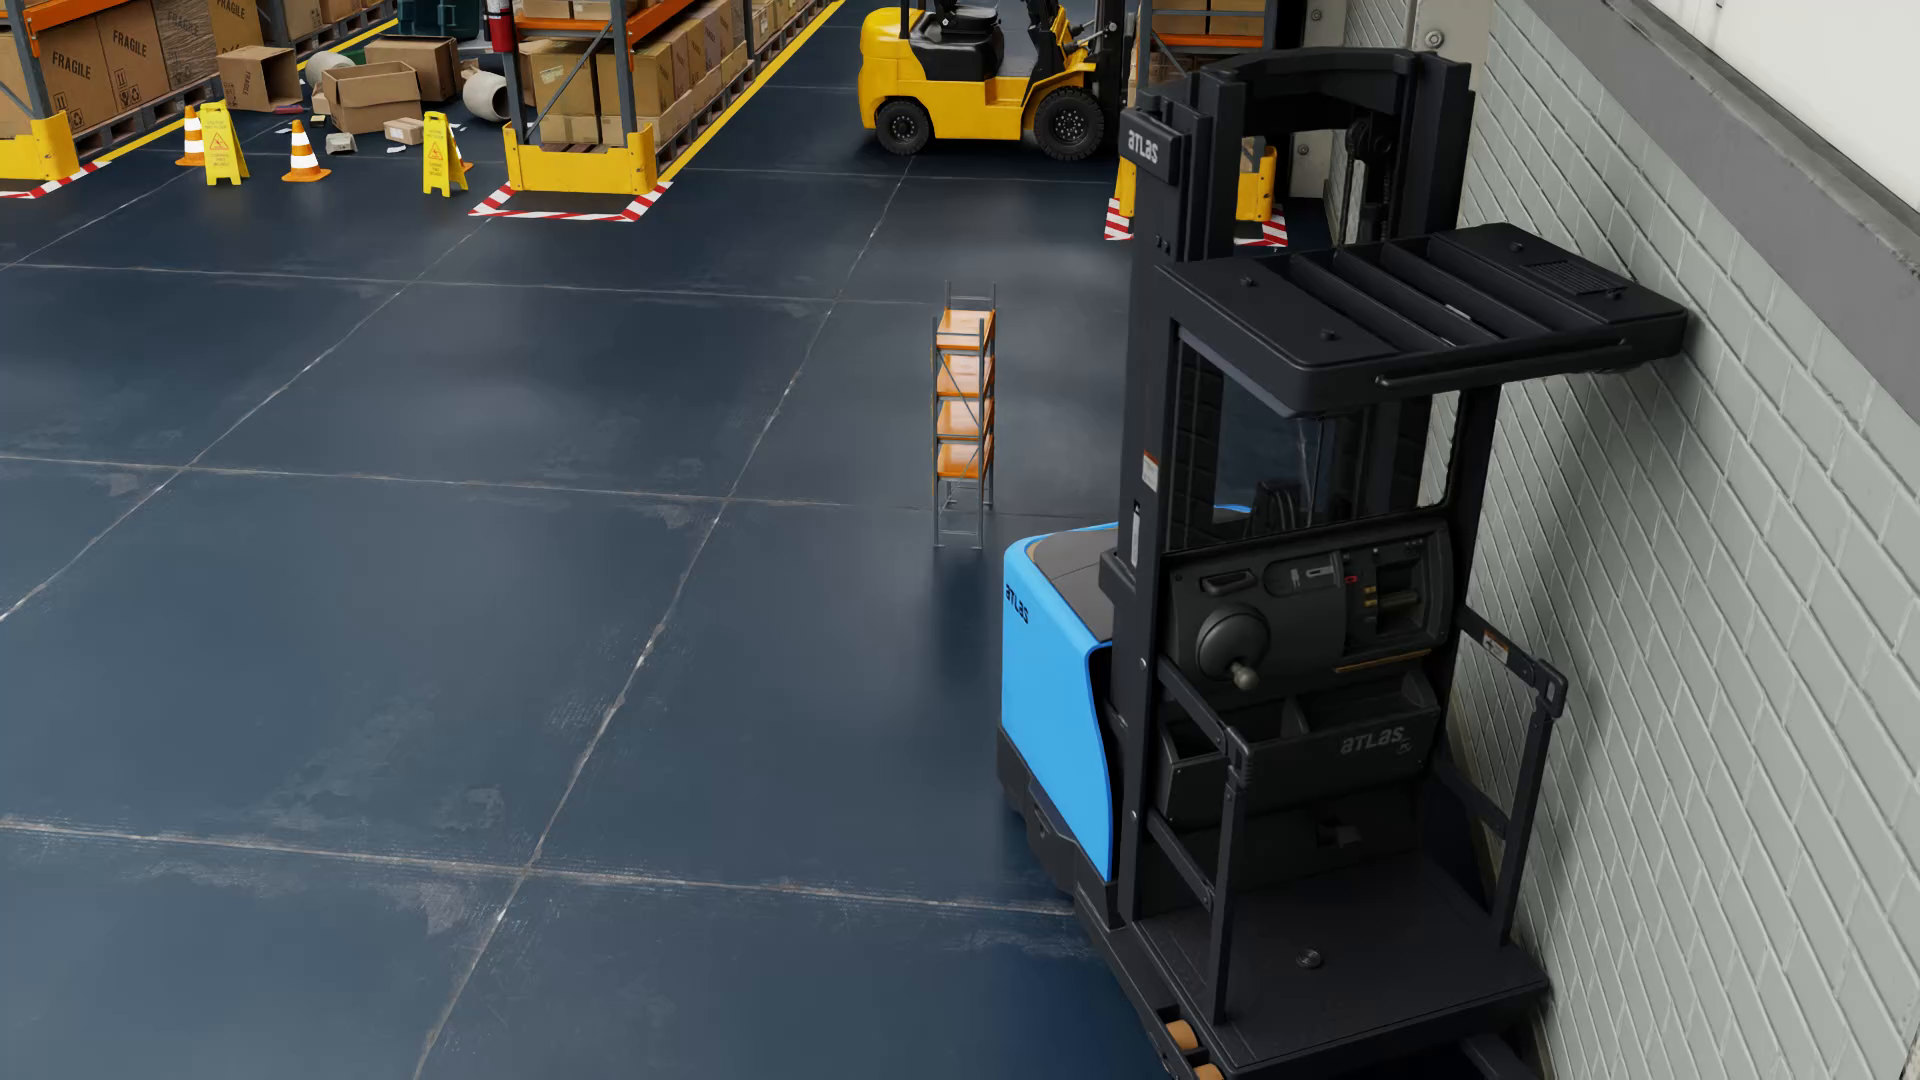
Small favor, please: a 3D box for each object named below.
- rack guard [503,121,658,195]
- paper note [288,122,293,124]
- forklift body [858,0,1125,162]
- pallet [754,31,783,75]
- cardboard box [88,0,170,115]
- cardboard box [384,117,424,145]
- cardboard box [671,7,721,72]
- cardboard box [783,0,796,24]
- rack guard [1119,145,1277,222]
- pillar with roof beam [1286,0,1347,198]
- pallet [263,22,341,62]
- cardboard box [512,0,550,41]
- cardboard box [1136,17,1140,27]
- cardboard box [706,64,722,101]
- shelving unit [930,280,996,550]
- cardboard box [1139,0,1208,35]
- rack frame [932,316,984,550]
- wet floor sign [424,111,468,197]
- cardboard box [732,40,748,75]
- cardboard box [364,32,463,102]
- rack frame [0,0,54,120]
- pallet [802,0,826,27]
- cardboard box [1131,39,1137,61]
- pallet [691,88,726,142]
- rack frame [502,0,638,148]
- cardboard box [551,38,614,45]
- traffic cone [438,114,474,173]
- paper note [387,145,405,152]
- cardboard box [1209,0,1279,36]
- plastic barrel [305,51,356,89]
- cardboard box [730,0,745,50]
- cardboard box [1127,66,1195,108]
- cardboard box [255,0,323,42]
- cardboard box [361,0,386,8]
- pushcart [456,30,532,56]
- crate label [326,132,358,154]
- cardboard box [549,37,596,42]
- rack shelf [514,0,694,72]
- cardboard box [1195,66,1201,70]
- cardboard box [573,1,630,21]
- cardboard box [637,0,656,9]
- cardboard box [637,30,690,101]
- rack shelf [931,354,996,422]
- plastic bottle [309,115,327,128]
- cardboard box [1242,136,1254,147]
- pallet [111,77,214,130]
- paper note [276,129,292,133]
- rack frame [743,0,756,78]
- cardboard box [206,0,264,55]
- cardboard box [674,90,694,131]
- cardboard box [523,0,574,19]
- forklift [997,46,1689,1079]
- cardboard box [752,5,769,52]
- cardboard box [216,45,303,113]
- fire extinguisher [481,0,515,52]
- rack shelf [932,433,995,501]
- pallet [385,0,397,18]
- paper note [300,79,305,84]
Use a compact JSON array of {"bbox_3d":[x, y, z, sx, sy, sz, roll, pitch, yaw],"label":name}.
[{"bbox_3d":[-3.078,-3.116,13.507,1.175,0.500,0.348,3,28,6],"label":"rack guard"},{"bbox_3d":[-6.179,-3.877,15.437,0.032,0.001,0.123,20,34,32],"label":"paper note"},{"bbox_3d":[0.261,-4.519,14.371,2.313,2.155,1.214,3,28,6],"label":"forklift body"},{"bbox_3d":[-2.503,-5.203,17.685,1.003,0.211,1.213,3,28,6],"label":"pallet"},{"bbox_3d":[-7.889,-4.408,15.067,0.875,0.875,0.875,3,28,5],"label":"cardboard box"},{"bbox_3d":[-4.932,-3.660,14.887,0.380,0.149,0.250,20,34,32],"label":"cardboard box"},{"bbox_3d":[-2.525,-4.594,15.281,0.500,0.500,0.500,5,29,9],"label":"cardboard box"},{"bbox_3d":[-2.367,-6.005,18.561,0.950,0.372,0.625,4,29,8],"label":"cardboard box"},{"bbox_3d":[1.836,-2.782,12.888,1.175,0.500,0.348,3,28,6],"label":"rack guard"},{"bbox_3d":[-1.453,-7.061,11.868,9.100,9.000,0.400,3,28,6],"label":"pillar with roof beam"},{"bbox_3d":[-7.503,-5.444,18.132,1.003,0.211,1.213,3,28,6],"label":"pallet"},{"bbox_3d":[-4.368,-5.386,16.922,0.500,0.500,0.500,3,28,6],"label":"cardboard box"},{"bbox_3d":[1.836,-4.507,14.856,0.500,0.250,0.500,4,29,8],"label":"cardboard box"},{"bbox_3d":[-2.525,-4.254,15.440,0.500,0.250,0.500,4,29,7],"label":"cardboard box"},{"bbox_3d":[0.020,-0.606,8.110,0.258,1.200,0.503,3,28,6],"label":"shelving unit"},{"bbox_3d":[1.639,-4.185,12.750,0.500,0.500,0.500,3,28,5],"label":"cardboard box"},{"bbox_3d":[-0.010,-0.491,7.897,0.240,1.200,0.015,3,28,6],"label":"rack frame"},{"bbox_3d":[-4.173,-3.117,13.356,0.267,0.644,0.232,14,31,24],"label":"wet floor sign"},{"bbox_3d":[-2.403,-4.744,16.350,0.500,0.250,0.500,5,29,9],"label":"cardboard box"},{"bbox_3d":[-5.279,-4.556,16.034,0.797,0.637,0.503,3,28,6],"label":"cardboard box"},{"bbox_3d":[-8.013,-4.421,13.294,1.000,3.000,0.127,3,28,6],"label":"rack frame"},{"bbox_3d":[-2.204,-6.351,19.817,1.003,0.211,1.213,3,28,6],"label":"pallet"},{"bbox_3d":[1.695,-4.022,13.956,0.500,0.250,0.500,4,29,7],"label":"cardboard box"},{"bbox_3d":[-2.792,-3.942,15.345,1.003,0.211,1.213,3,28,6],"label":"pallet"},{"bbox_3d":[-3.087,-4.181,12.848,1.000,3.000,0.127,3,28,6],"label":"rack frame"},{"bbox_3d":[-3.188,-4.124,14.407,0.500,0.500,0.500,4,29,8],"label":"cardboard box"},{"bbox_3d":[-4.315,-3.341,13.965,0.336,0.463,0.334,3,28,6],"label":"traffic cone"},{"bbox_3d":[-4.947,-3.434,14.593,0.148,0.019,0.142,-6,29,-11],"label":"paper note"},{"bbox_3d":[2.176,-4.155,12.695,0.500,0.500,0.500,4,29,8],"label":"cardboard box"},{"bbox_3d":[-6.139,-4.547,16.243,0.421,0.421,0.512,-24,36,-37],"label":"plastic barrel"},{"bbox_3d":[-2.404,-5.074,16.172,0.500,0.500,0.500,3,28,5],"label":"cardboard box"},{"bbox_3d":[1.586,-3.544,13.067,0.500,0.250,0.500,4,29,8],"label":"cardboard box"},{"bbox_3d":[-7.536,-5.796,17.775,1.050,0.750,0.750,3,28,6],"label":"cardboard box"},{"bbox_3d":[-7.300,-6.688,19.431,1.050,0.750,0.750,4,29,7],"label":"cardboard box"},{"bbox_3d":[-4.866,-5.018,17.167,1.648,0.377,0.936,-6,29,-11],"label":"pushcart"},{"bbox_3d":[-5.424,-3.476,14.558,0.250,0.136,0.298,-11,30,-20],"label":"crate label"},{"bbox_3d":[-3.270,-4.340,14.125,0.380,0.149,0.250,4,29,8],"label":"cardboard box"},{"bbox_3d":[-2.842,-4.806,14.766,1.077,0.370,4.000,3,28,6],"label":"rack shelf"},{"bbox_3d":[2.086,-3.524,13.031,0.500,0.250,0.500,3,28,5],"label":"cardboard box"},{"bbox_3d":[-2.840,-4.218,13.182,0.380,0.149,0.250,3,29,6],"label":"cardboard box"},{"bbox_3d":[-2.711,-4.458,13.627,0.380,0.149,0.250,2,28,5],"label":"cardboard box"},{"bbox_3d":[-2.652,-4.107,14.376,0.500,0.500,0.500,2,28,4],"label":"cardboard box"},{"bbox_3d":[0.020,-0.744,8.036,0.258,0.148,0.480,3,28,6],"label":"rack shelf"},{"bbox_3d":[-5.940,-3.883,15.392,0.133,0.061,0.283,-6,29,-11],"label":"plastic bottle"},{"bbox_3d":[2.103,-3.298,13.138,0.500,0.250,0.500,4,29,7],"label":"cardboard box"},{"bbox_3d":[-7.840,-4.147,15.725,1.003,0.211,1.213,3,28,6],"label":"pallet"},{"bbox_3d":[-6.141,-3.733,15.149,0.144,0.017,0.142,14,31,24],"label":"paper note"},{"bbox_3d":[-2.597,-6.064,16.343,1.000,3.000,0.127,3,28,6],"label":"rack frame"},{"bbox_3d":[-7.669,-5.261,16.651,0.875,0.875,0.875,4,29,7],"label":"cardboard box"},{"bbox_3d":[-2.644,-3.759,14.521,0.500,0.250,0.500,4,29,8],"label":"cardboard box"},{"bbox_3d":[-3.254,-4.259,13.257,0.380,0.149,0.250,4,29,8],"label":"cardboard box"},{"bbox_3d":[1.118,0.235,4.723,1.130,2.935,3.031,-10,30,-17],"label":"forklift"},{"bbox_3d":[-2.536,-5.339,17.325,0.950,0.372,0.625,4,29,7],"label":"cardboard box"},{"bbox_3d":[-6.694,-4.414,15.914,0.500,0.500,0.500,8,29,15],"label":"cardboard box"},{"bbox_3d":[-3.559,-4.120,12.816,0.296,0.674,0.183,3,28,6],"label":"fire extinguisher"},{"bbox_3d":[0.020,-0.372,8.236,0.258,0.148,0.480,3,28,6],"label":"rack shelf"},{"bbox_3d":[-7.204,-6.592,20.264,1.003,0.211,1.213,3,28,6],"label":"pallet"},{"bbox_3d":[-6.706,-4.628,16.808,0.147,0.020,0.142,-17,33,-29],"label":"paper note"}]
